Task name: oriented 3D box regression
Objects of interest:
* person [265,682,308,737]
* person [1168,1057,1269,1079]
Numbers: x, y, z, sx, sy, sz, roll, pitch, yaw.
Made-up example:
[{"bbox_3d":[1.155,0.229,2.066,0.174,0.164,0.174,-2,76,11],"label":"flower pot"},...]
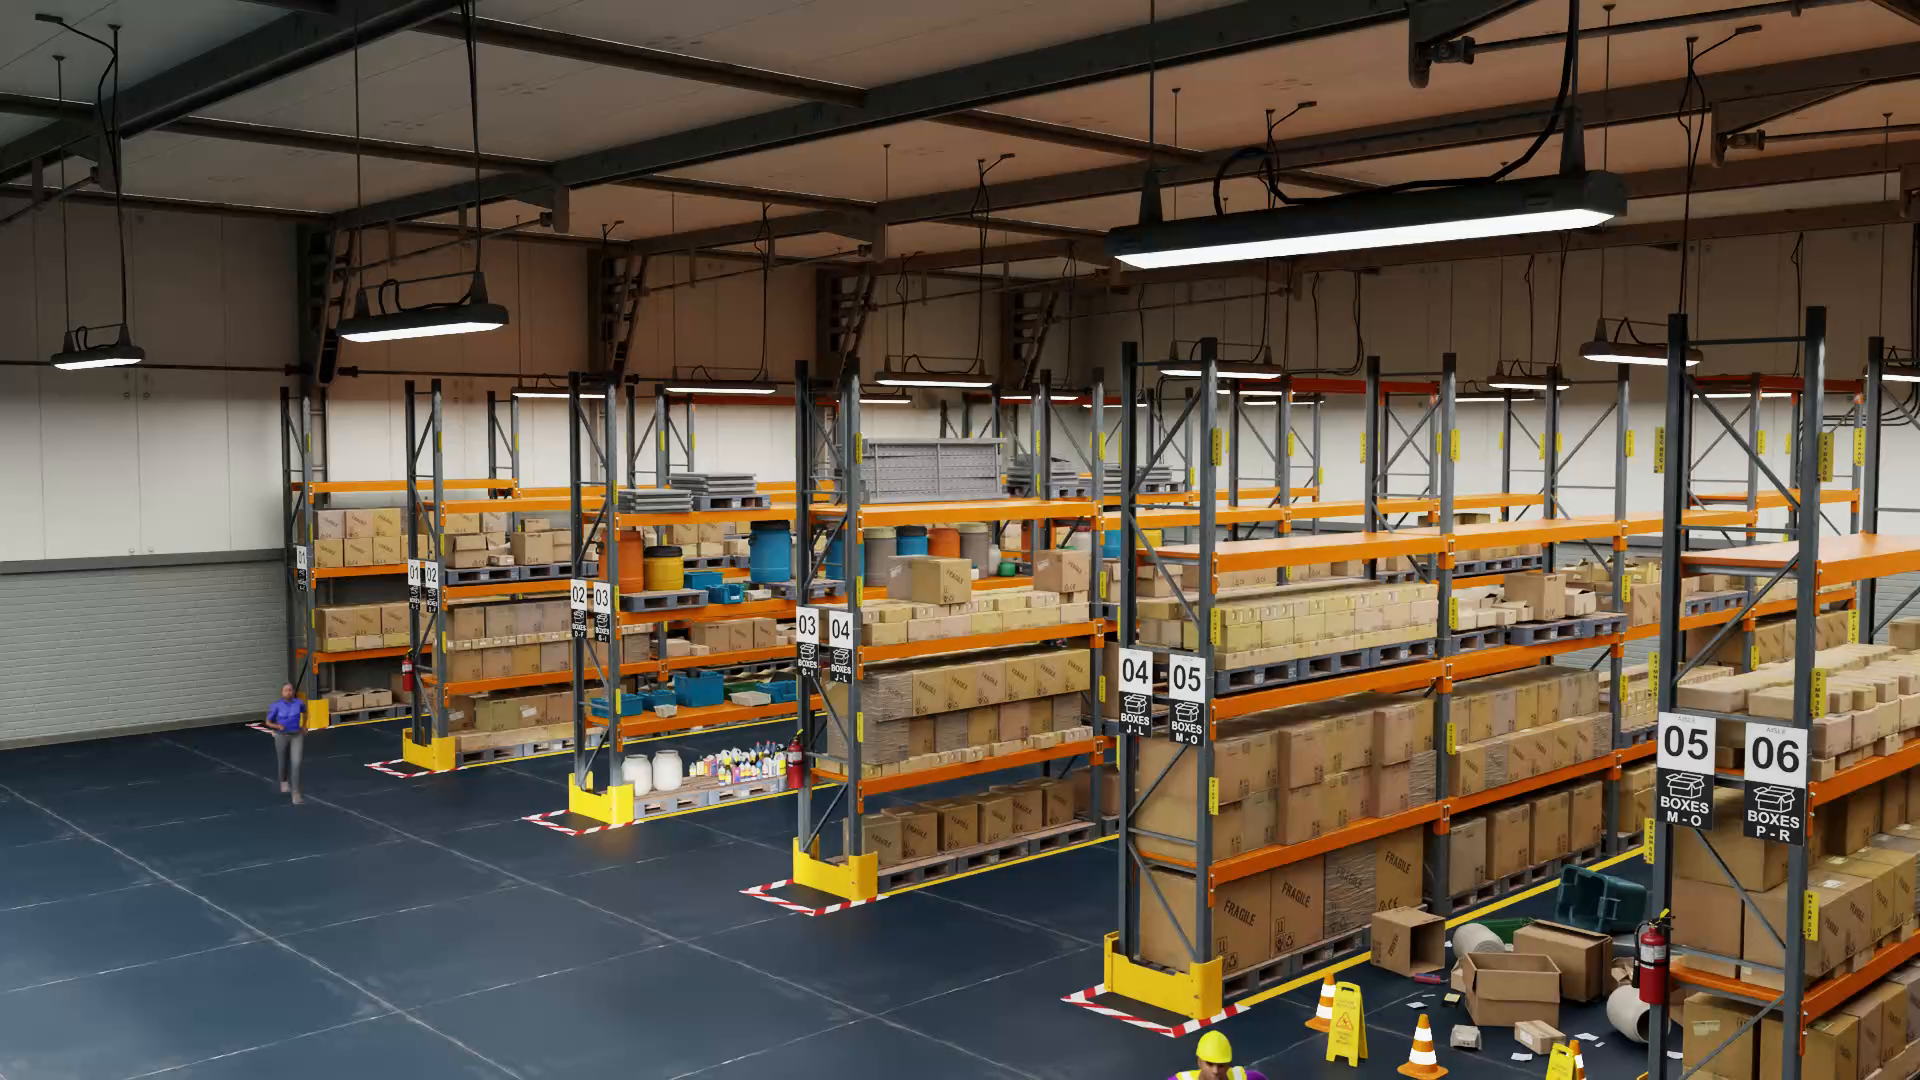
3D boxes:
[{"bbox_3d":[-9.423,2.399,23.307,0.584,0.798,0.605,-2,4,-27],"label":"person"},{"bbox_3d":[1.472,3.642,9.691,0.734,1.619,0.911,0,4,5],"label":"person"}]
